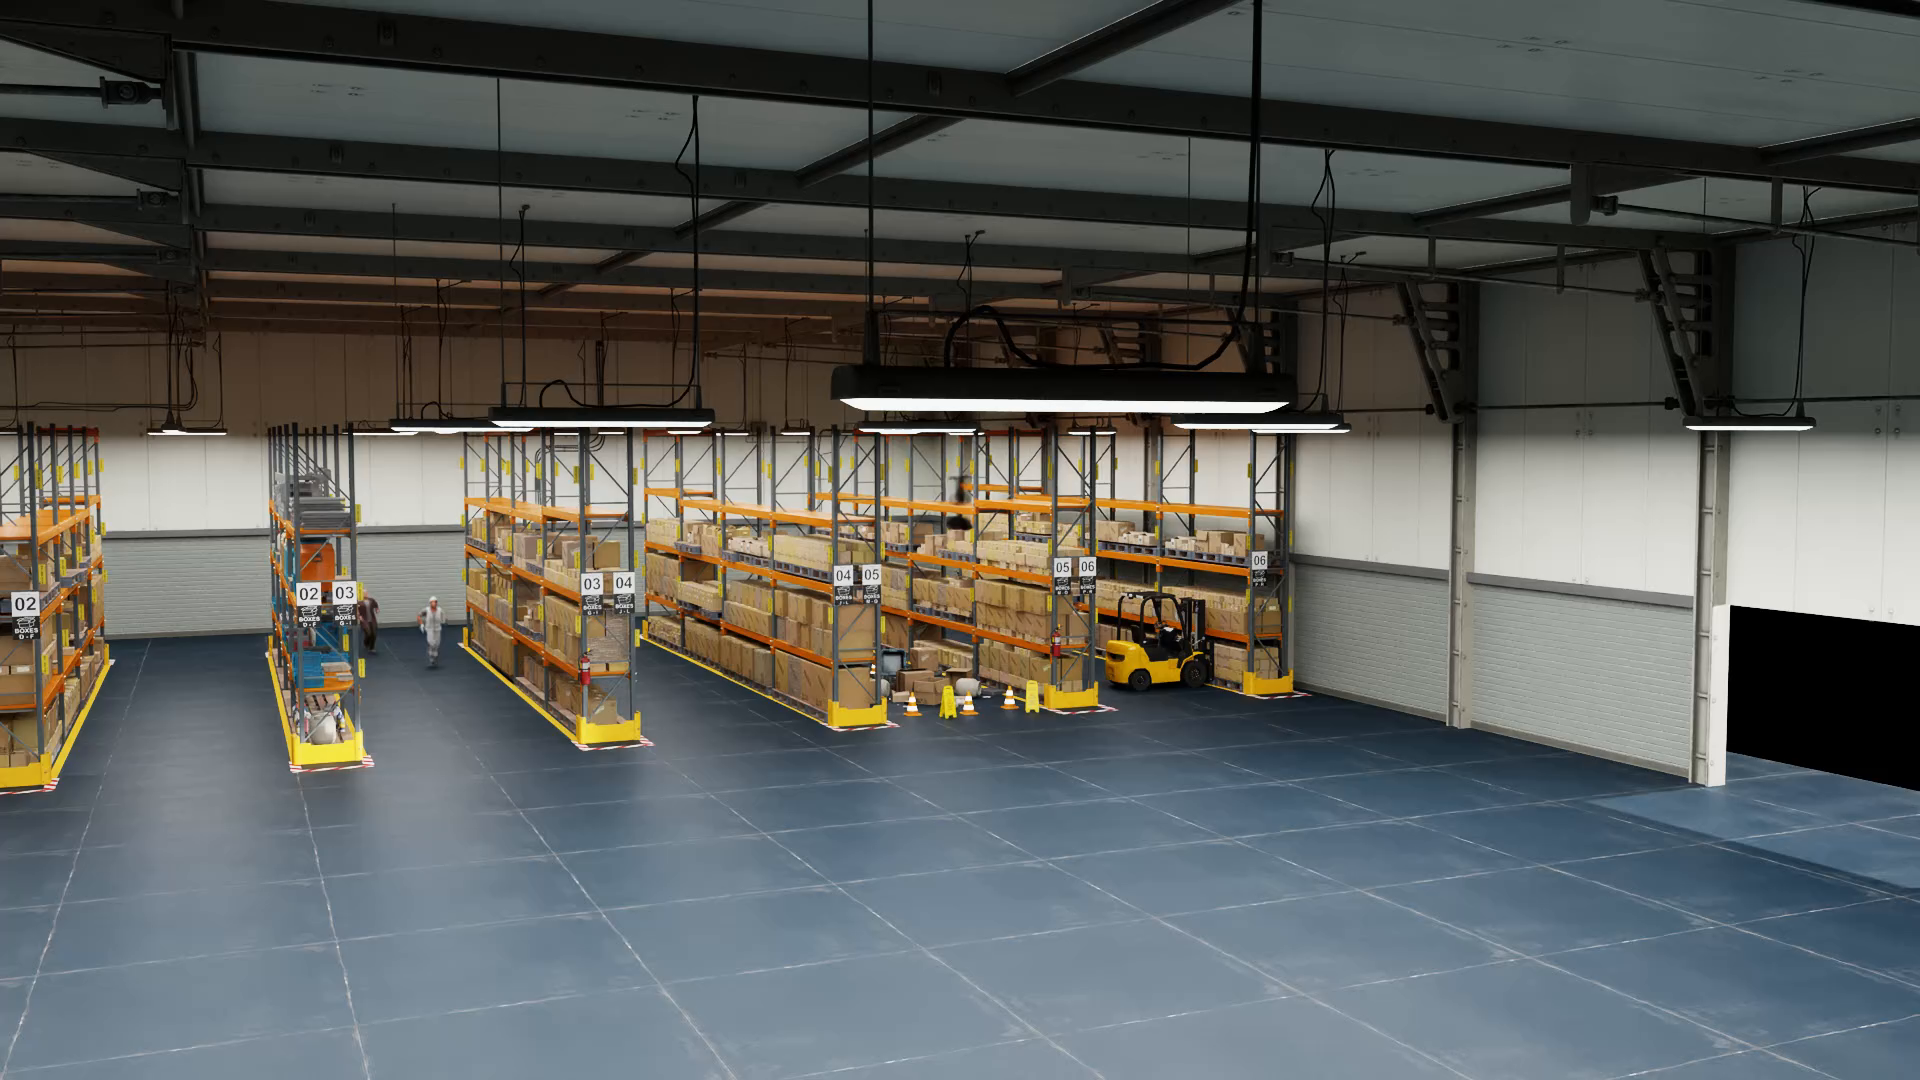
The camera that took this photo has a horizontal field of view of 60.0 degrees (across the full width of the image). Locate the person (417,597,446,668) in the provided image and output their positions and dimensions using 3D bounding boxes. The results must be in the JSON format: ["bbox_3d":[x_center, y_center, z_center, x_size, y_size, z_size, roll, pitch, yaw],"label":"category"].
[{"bbox_3d":[-13.174,2.310,41.550,0.656,1.795,0.769,-2,4,-32],"label":"person"}]

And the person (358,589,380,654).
[{"bbox_3d":[-15.703,2.164,44.072,0.720,1.734,0.652,-3,5,-44],"label":"person"}]
